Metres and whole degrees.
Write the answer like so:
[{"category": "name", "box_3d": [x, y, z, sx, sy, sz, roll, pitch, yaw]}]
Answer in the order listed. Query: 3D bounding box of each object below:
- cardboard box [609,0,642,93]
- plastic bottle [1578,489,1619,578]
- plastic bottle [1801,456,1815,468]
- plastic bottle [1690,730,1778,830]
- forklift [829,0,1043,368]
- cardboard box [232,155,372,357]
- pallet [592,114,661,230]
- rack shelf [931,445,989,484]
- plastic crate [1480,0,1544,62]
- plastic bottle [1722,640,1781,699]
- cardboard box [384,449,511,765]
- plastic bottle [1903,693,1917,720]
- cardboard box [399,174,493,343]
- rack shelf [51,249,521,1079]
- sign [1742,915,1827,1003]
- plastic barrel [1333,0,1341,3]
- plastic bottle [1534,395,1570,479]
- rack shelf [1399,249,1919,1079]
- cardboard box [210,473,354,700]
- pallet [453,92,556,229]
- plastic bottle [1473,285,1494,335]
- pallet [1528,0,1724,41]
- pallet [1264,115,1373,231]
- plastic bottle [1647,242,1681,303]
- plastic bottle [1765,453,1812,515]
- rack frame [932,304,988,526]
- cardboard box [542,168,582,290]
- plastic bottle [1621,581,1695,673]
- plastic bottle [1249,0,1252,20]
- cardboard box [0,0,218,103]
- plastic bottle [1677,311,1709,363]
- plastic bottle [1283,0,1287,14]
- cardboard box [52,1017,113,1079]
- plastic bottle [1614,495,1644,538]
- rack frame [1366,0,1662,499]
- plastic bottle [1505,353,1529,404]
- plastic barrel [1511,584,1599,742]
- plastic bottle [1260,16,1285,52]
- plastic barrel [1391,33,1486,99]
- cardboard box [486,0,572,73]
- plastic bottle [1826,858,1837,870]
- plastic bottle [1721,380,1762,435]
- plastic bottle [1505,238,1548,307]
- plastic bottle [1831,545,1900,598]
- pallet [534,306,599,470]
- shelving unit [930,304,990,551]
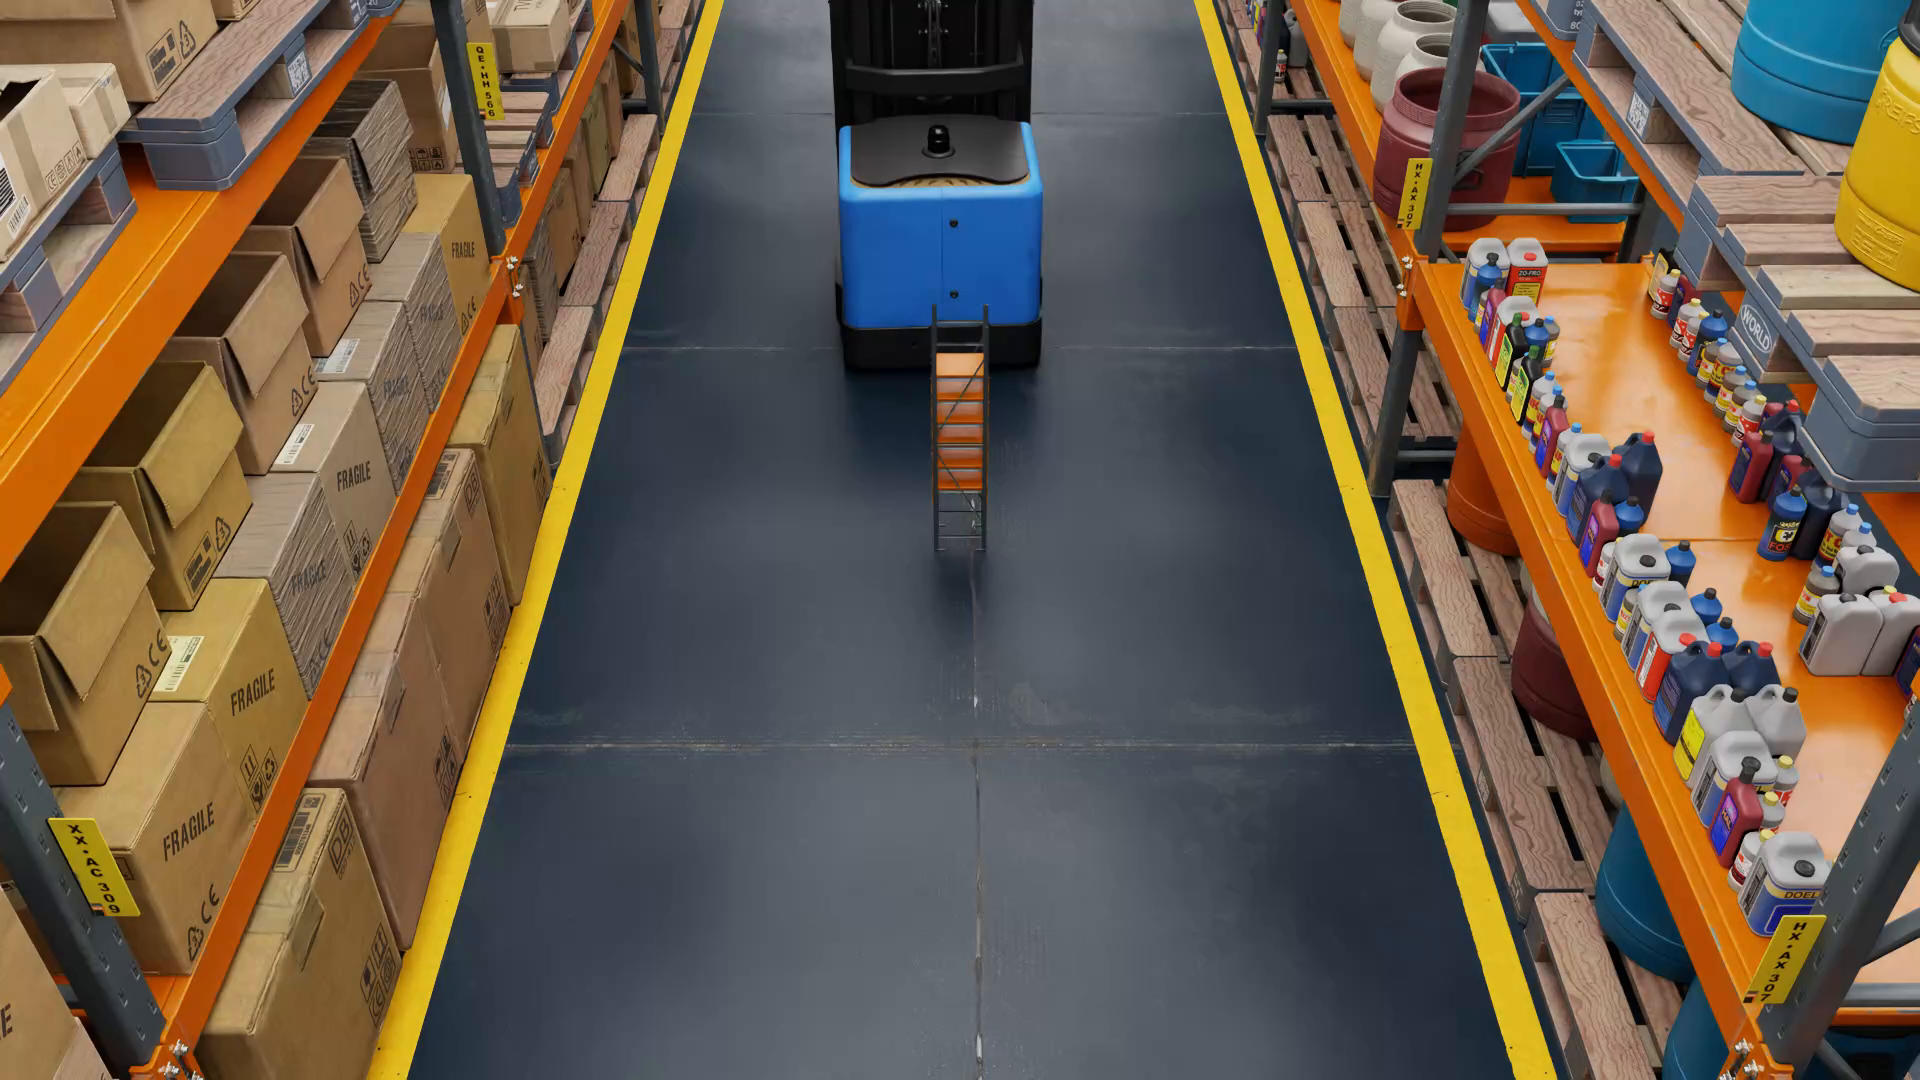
[{"category": "cardboard box", "box_3d": [-2.442, -3.343, 11.186, 0.500, 0.500, 0.500, -1, 39, -1]}, {"category": "plastic bottle", "box_3d": [2.110, -0.023, 5.474, 0.061, 0.283, 0.133, 0, 39, 0]}, {"category": "plastic bottle", "box_3d": [2.905, -0.195, 5.687, 0.061, 0.283, 0.133, 0, 39, 0]}, {"category": "plastic bottle", "box_3d": [2.157, 0.669, 4.616, 0.152, 0.276, 0.135, 0, 39, 0]}, {"category": "forklift", "box_3d": [-0.165, -2.953, 9.091, 1.130, 2.935, 3.031, -2, 39, -2]}, {"category": "cardboard box", "box_3d": [-2.494, -0.969, 5.678, 0.797, 0.503, 0.637, 1, 39, 1]}, {"category": "pallet", "box_3d": [-2.479, -2.329, 10.488, 1.003, 0.211, 1.213, 0, 39, 0]}, {"category": "rack shelf", "box_3d": [0.000, -0.349, 7.489, 0.258, 0.103, 0.180, 0, 39, 0]}, {"category": "plastic crate", "box_3d": [2.780, -2.442, 8.348, 0.402, 0.464, 0.583, 0, 39, 0]}, {"category": "plastic bottle", "box_3d": [2.296, 0.424, 4.862, 0.144, 0.351, 0.185, 0, 39, 0]}, {"category": "cardboard box", "box_3d": [-2.504, 0.251, 6.401, 1.225, 0.875, 0.875, 0, 39, 0]}, {"category": "plastic bottle", "box_3d": [2.888, 0.460, 4.937, 0.097, 0.201, 0.097, 0, 39, 0]}, {"category": "cardboard box", "box_3d": [-2.229, -1.134, 6.686, 0.500, 0.500, 0.500, 1, 39, 1]}, {"category": "rack shelf", "box_3d": [-2.475, 0.128, 5.766, 1.077, 0.370, 4.000, 0, 39, 0]}, {"category": "sign", "box_3d": [1.931, 0.986, 3.900, 0.100, 0.325, 0.005, 0, 39, 0]}, {"category": "plastic barrel", "box_3d": [2.253, -3.363, 9.439, 0.433, 0.535, 0.433, 0, 39, 0]}, {"category": "plastic bottle", "box_3d": [2.109, -0.368, 5.903, 0.061, 0.283, 0.133, 0, 39, 0]}, {"category": "rack shelf", "box_3d": [2.478, 0.125, 5.771, 1.077, 0.370, 4.000, 0, 39, 0]}, {"category": "cardboard box", "box_3d": [-2.224, 0.144, 5.091, 0.500, 0.500, 0.500, -1, 39, -1]}, {"category": "pallet", "box_3d": [-2.584, -1.774, 7.718, 1.213, 0.211, 1.003, 0, 39, 0]}, {"category": "plastic bottle", "box_3d": [2.126, -0.925, 6.664, 0.097, 0.201, 0.097, 0, 39, 0]}, {"category": "pallet", "box_3d": [2.379, -2.025, 5.631, 1.003, 0.211, 1.213, 0, 39, 0]}, {"category": "pallet", "box_3d": [2.511, -2.329, 10.487, 1.003, 0.211, 1.213, 0, 39, 0]}, {"category": "plastic bottle", "box_3d": [2.903, -1.108, 6.828, 0.061, 0.283, 0.133, 0, 39, 0]}, {"category": "plastic bottle", "box_3d": [2.844, -0.195, 5.687, 0.061, 0.283, 0.133, 0, 39, 0]}, {"category": "rack frame", "box_3d": [0.000, -0.534, 7.457, 0.240, 1.200, 0.006, 0, 39, 0]}, {"category": "cardboard box", "box_3d": [-2.519, -1.720, 9.144, 0.700, 0.500, 0.500, 3, 39, 4]}, {"category": "plastic bottle", "box_3d": [2.156, 0.269, 5.115, 0.152, 0.276, 0.135, 0, 39, 0]}, {"category": "plastic bottle", "box_3d": [2.158, -3.888, 12.088, 0.097, 0.201, 0.097, 0, 39, 0]}, {"category": "cardboard box", "box_3d": [-2.453, -1.500, 4.406, 0.797, 0.503, 0.637, -1, 39, -1]}, {"category": "plastic bottle", "box_3d": [2.885, -0.799, 6.507, 0.097, 0.201, 0.097, 0, 39, 0]}, {"category": "plastic bottle", "box_3d": [2.284, -3.760, 11.864, 0.061, 0.283, 0.133, 0, 39, 0]}, {"category": "cardboard box", "box_3d": [-2.209, 1.317, 3.590, 0.500, 0.250, 0.500, -1, 39, -1]}, {"category": "plastic bottle", "box_3d": [2.189, -0.030, 5.492, 0.097, 0.271, 0.097, 0, 39, 0]}, {"category": "rack frame", "box_3d": [2.476, -1.407, 7.106, 1.000, 3.000, 0.127, 0, 39, 0]}, {"category": "plastic bottle", "box_3d": [2.127, -0.613, 6.275, 0.097, 0.201, 0.097, 0, 39, 0]}, {"category": "plastic barrel", "box_3d": [2.495, 0.383, 6.466, 0.600, 0.588, 0.708, 0, 39, 0]}, {"category": "plastic bottle", "box_3d": [2.182, -3.568, 11.571, 0.144, 0.351, 0.185, -2, 39, -2]}, {"category": "plastic barrel", "box_3d": [2.261, -2.093, 7.874, 0.421, 0.512, 0.421, 0, 39, 0]}, {"category": "cardboard box", "box_3d": [-2.249, -2.557, 8.326, 0.500, 0.250, 0.500, -1, 39, -1]}, {"category": "plastic bottle", "box_3d": [2.282, 0.914, 4.369, 0.097, 0.201, 0.097, 0, 39, 0]}, {"category": "plastic bottle", "box_3d": [2.886, -0.495, 6.127, 0.097, 0.201, 0.097, 0, 39, 0]}, {"category": "plastic bottle", "box_3d": [2.305, -1.087, 6.807, 0.152, 0.276, 0.135, 0, 39, 0]}, {"category": "plastic bottle", "box_3d": [2.860, 0.129, 5.289, 0.152, 0.276, 0.135, 0, 39, 0]}, {"category": "pallet", "box_3d": [-2.476, -0.803, 8.584, 1.003, 0.211, 1.213, 0, 39, 0]}, {"category": "shelving unit", "box_3d": [0.000, -0.477, 7.386, 0.258, 1.200, 0.189, 0, 39, 0]}]
